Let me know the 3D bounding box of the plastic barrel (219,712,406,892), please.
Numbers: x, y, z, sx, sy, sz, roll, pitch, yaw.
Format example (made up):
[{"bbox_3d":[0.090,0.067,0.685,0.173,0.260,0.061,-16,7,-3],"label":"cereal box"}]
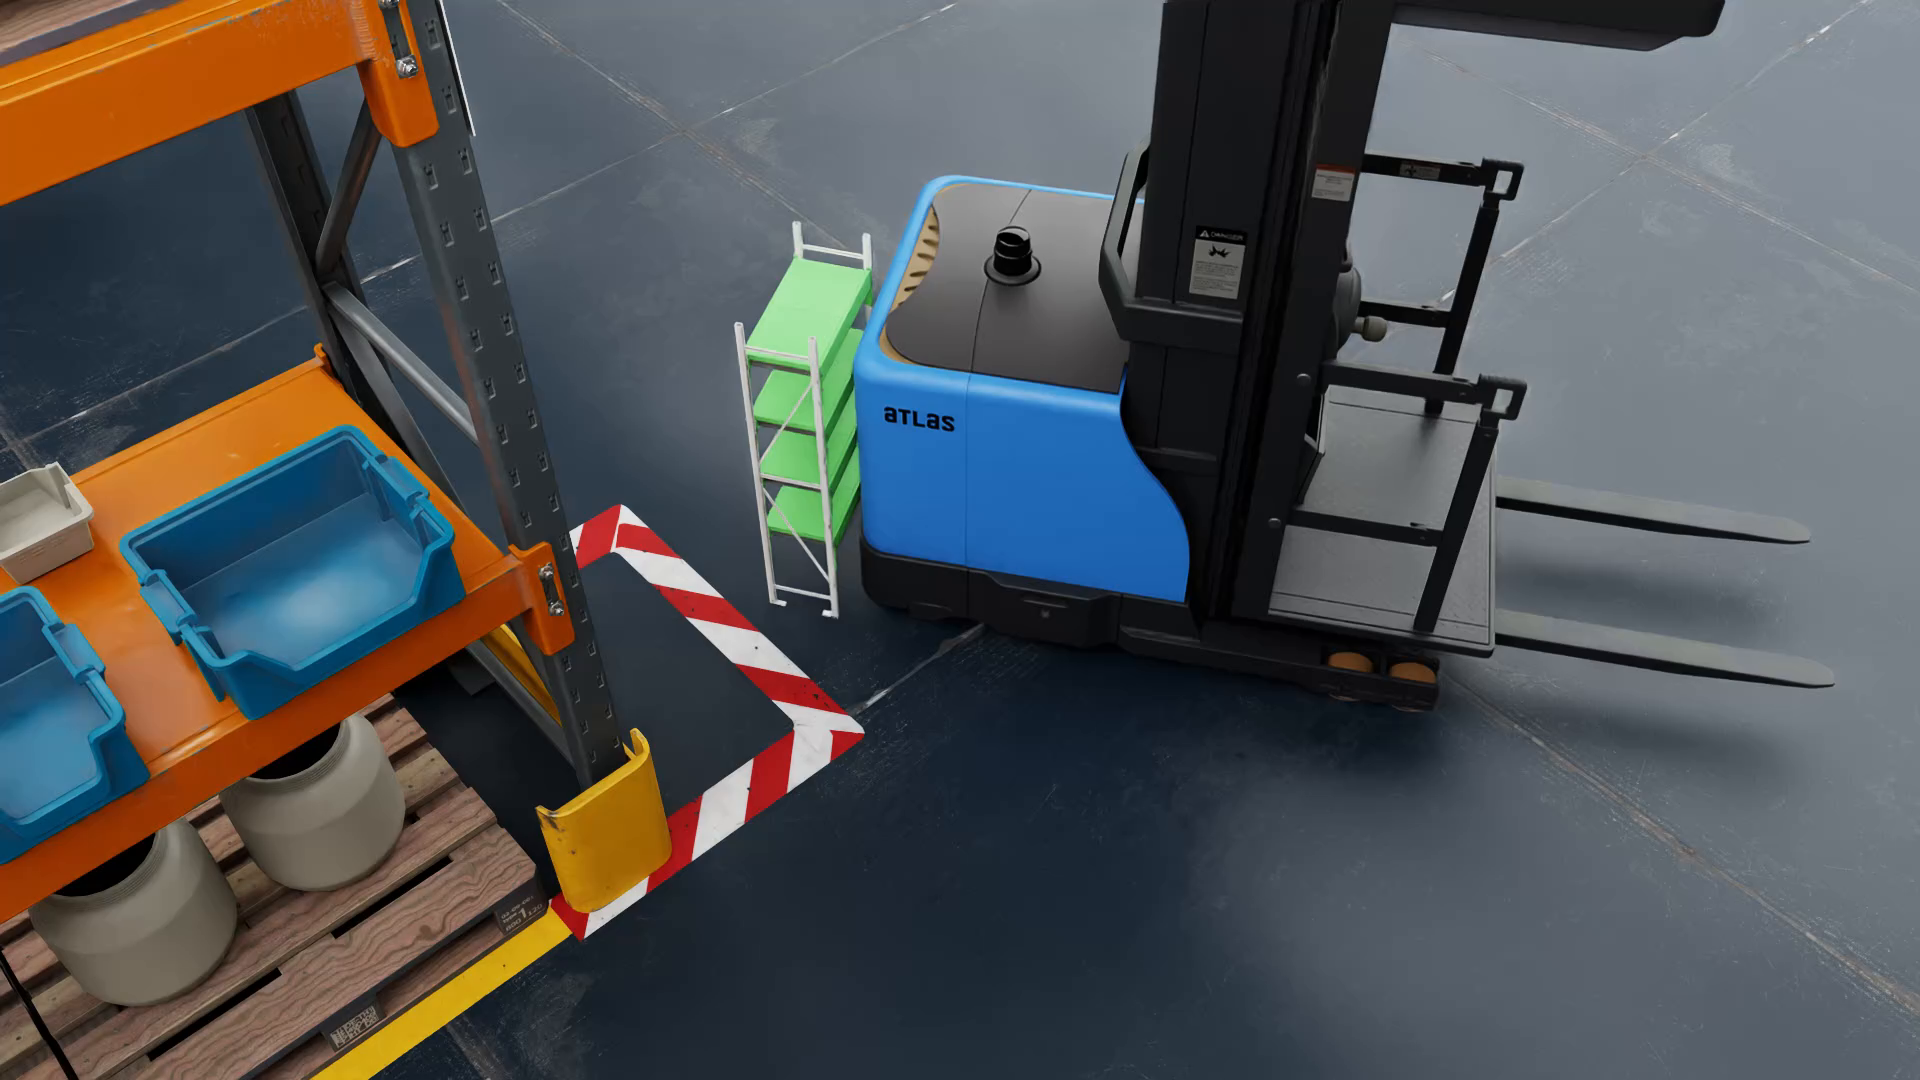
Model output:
[{"bbox_3d":[-1.752,0.674,4.494,0.421,0.512,0.421,0,47,0],"label":"plastic barrel"}]

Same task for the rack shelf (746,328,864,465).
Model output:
[{"bbox_3d":[-0.452,-0.470,5.128,0.258,0.148,0.480,12,48,11],"label":"rack shelf"}]

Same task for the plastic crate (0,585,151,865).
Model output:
[{"bbox_3d":[-1.970,0.385,3.455,0.408,0.251,0.499,-34,56,-27],"label":"plastic crate"}]

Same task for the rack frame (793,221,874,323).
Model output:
[{"bbox_3d":[-0.385,-0.523,5.416,0.240,1.200,0.015,12,48,11],"label":"rack frame"}]

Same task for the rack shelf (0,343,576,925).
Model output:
[{"bbox_3d":[-2.797,0.839,3.424,4.000,0.370,1.077,-34,56,-27],"label":"rack shelf"}]

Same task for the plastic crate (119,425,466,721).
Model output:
[{"bbox_3d":[-1.486,0.067,3.748,0.616,0.251,0.499,-34,56,-27],"label":"plastic crate"}]

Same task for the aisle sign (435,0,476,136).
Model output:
[{"bbox_3d":[-1.064,-1.149,3.001,0.004,0.787,0.394,-34,56,-27],"label":"aisle sign"}]

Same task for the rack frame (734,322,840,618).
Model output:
[{"bbox_3d":[-0.518,-0.178,5.098,0.240,1.200,0.015,12,48,11],"label":"rack frame"}]

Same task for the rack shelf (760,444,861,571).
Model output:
[{"bbox_3d":[-0.452,-0.145,5.481,0.258,0.148,0.480,12,48,11],"label":"rack shelf"}]

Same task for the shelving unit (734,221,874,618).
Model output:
[{"bbox_3d":[-0.452,-0.351,5.257,0.258,1.200,0.503,12,48,11],"label":"shelving unit"}]

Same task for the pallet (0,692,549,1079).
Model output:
[{"bbox_3d":[-1.946,1.014,4.671,1.213,0.211,1.003,-34,56,-27],"label":"pallet"}]

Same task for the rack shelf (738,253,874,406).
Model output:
[{"bbox_3d":[-0.452,-0.633,4.951,0.258,0.148,0.480,12,48,11],"label":"rack shelf"}]

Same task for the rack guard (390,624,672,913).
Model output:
[{"bbox_3d":[-1.341,0.517,4.933,0.348,0.500,1.175,-34,56,-27],"label":"rack guard"}]

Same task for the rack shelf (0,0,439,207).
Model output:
[{"bbox_3d":[-2.797,-0.178,2.322,4.000,0.370,1.077,-34,56,-27],"label":"rack shelf"}]

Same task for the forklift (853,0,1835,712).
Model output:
[{"bbox_3d":[1.247,-0.883,4.570,3.031,2.935,1.130,9,48,8],"label":"forklift"}]

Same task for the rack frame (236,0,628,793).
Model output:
[{"bbox_3d":[-1.317,-0.394,4.072,0.127,3.000,1.000,-34,56,-27],"label":"rack frame"}]

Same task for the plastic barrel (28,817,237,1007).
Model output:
[{"bbox_3d":[-2.123,0.922,4.265,0.421,0.512,0.421,0,47,0],"label":"plastic barrel"}]

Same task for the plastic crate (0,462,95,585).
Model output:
[{"bbox_3d":[-2.195,-0.037,3.922,0.250,0.136,0.298,-34,56,-27],"label":"plastic crate"}]

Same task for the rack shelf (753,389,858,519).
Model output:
[{"bbox_3d":[-0.452,-0.307,5.304,0.258,0.148,0.480,12,48,11],"label":"rack shelf"}]
